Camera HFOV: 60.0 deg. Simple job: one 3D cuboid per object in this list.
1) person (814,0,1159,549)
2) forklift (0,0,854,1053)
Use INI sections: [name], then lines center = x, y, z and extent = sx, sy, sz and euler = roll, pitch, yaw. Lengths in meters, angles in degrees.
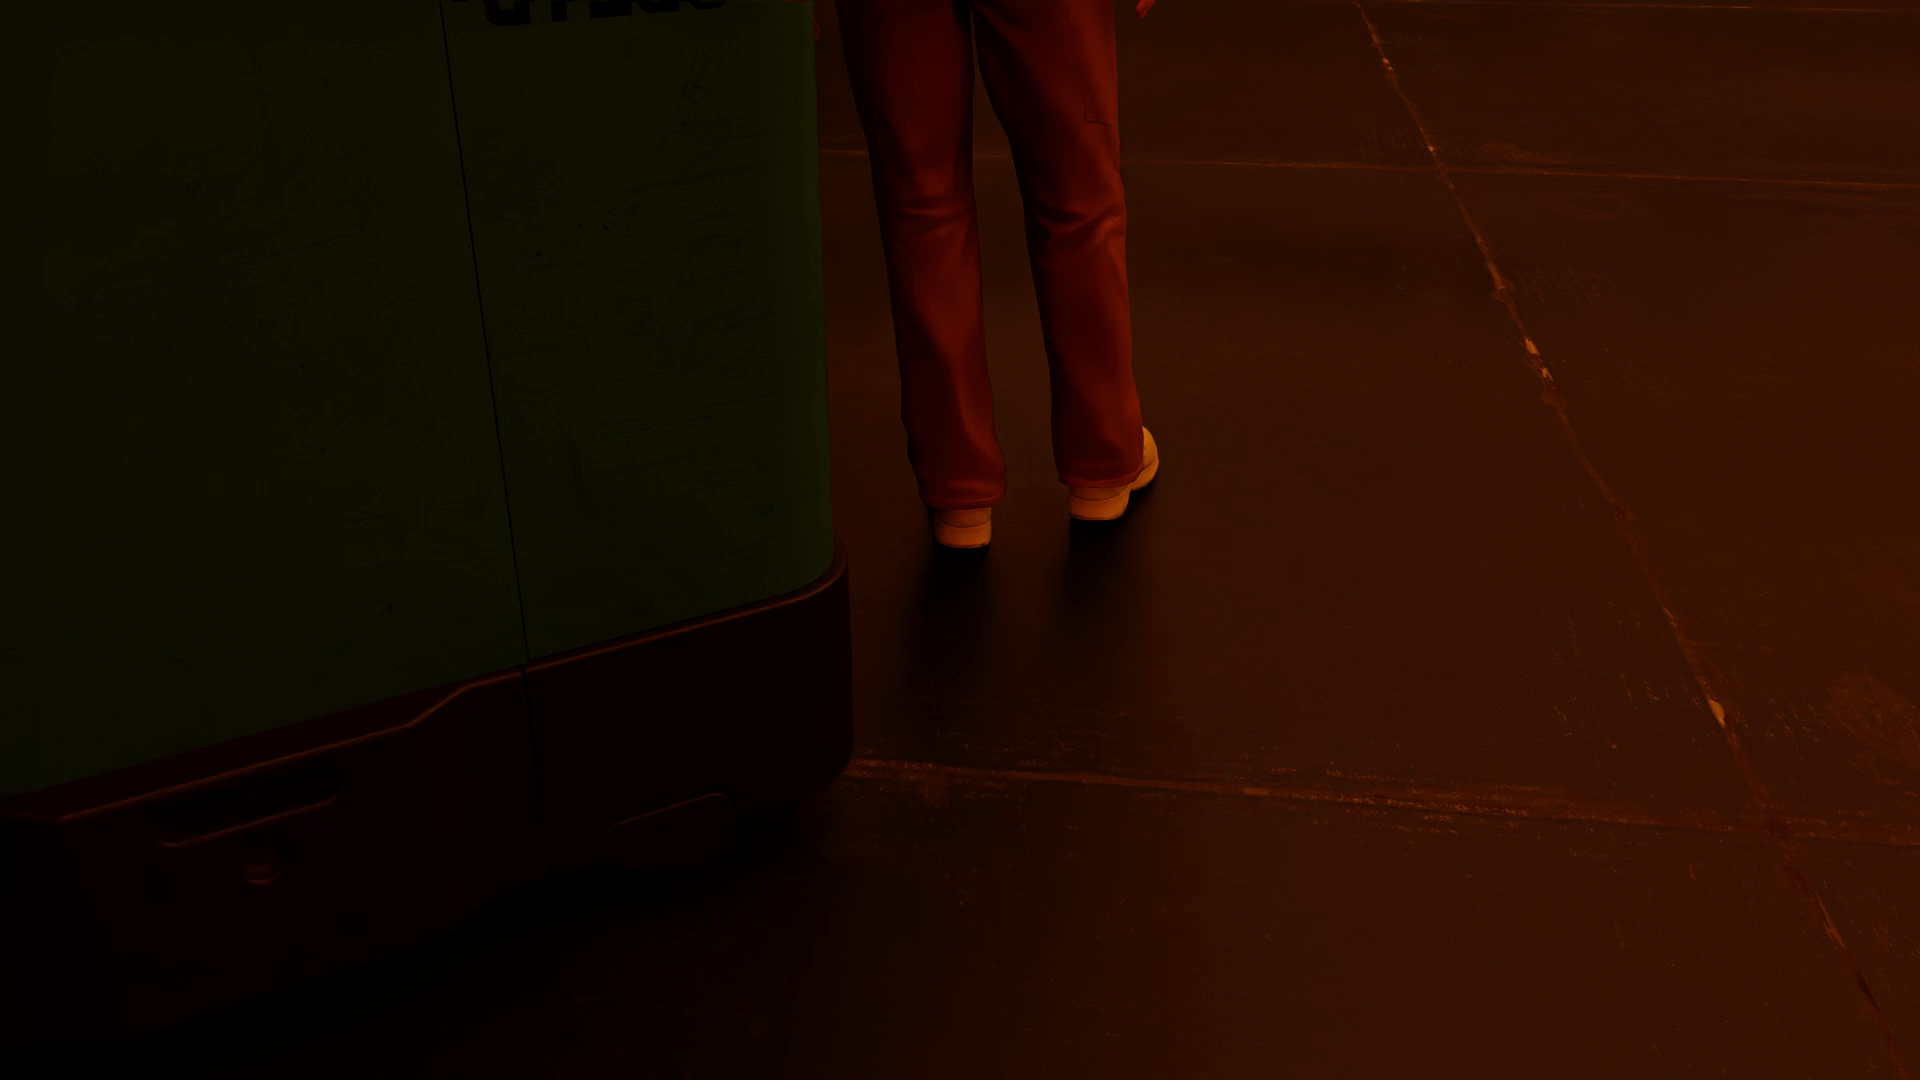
[person]
center = 0.022, -0.789, 2.187
extent = 0.553, 1.673, 0.548
euler = 3, 27, 7
[forklift]
center = -1.654, -0.858, 0.937
extent = 3.031, 2.935, 1.130
euler = -14, 30, -27
